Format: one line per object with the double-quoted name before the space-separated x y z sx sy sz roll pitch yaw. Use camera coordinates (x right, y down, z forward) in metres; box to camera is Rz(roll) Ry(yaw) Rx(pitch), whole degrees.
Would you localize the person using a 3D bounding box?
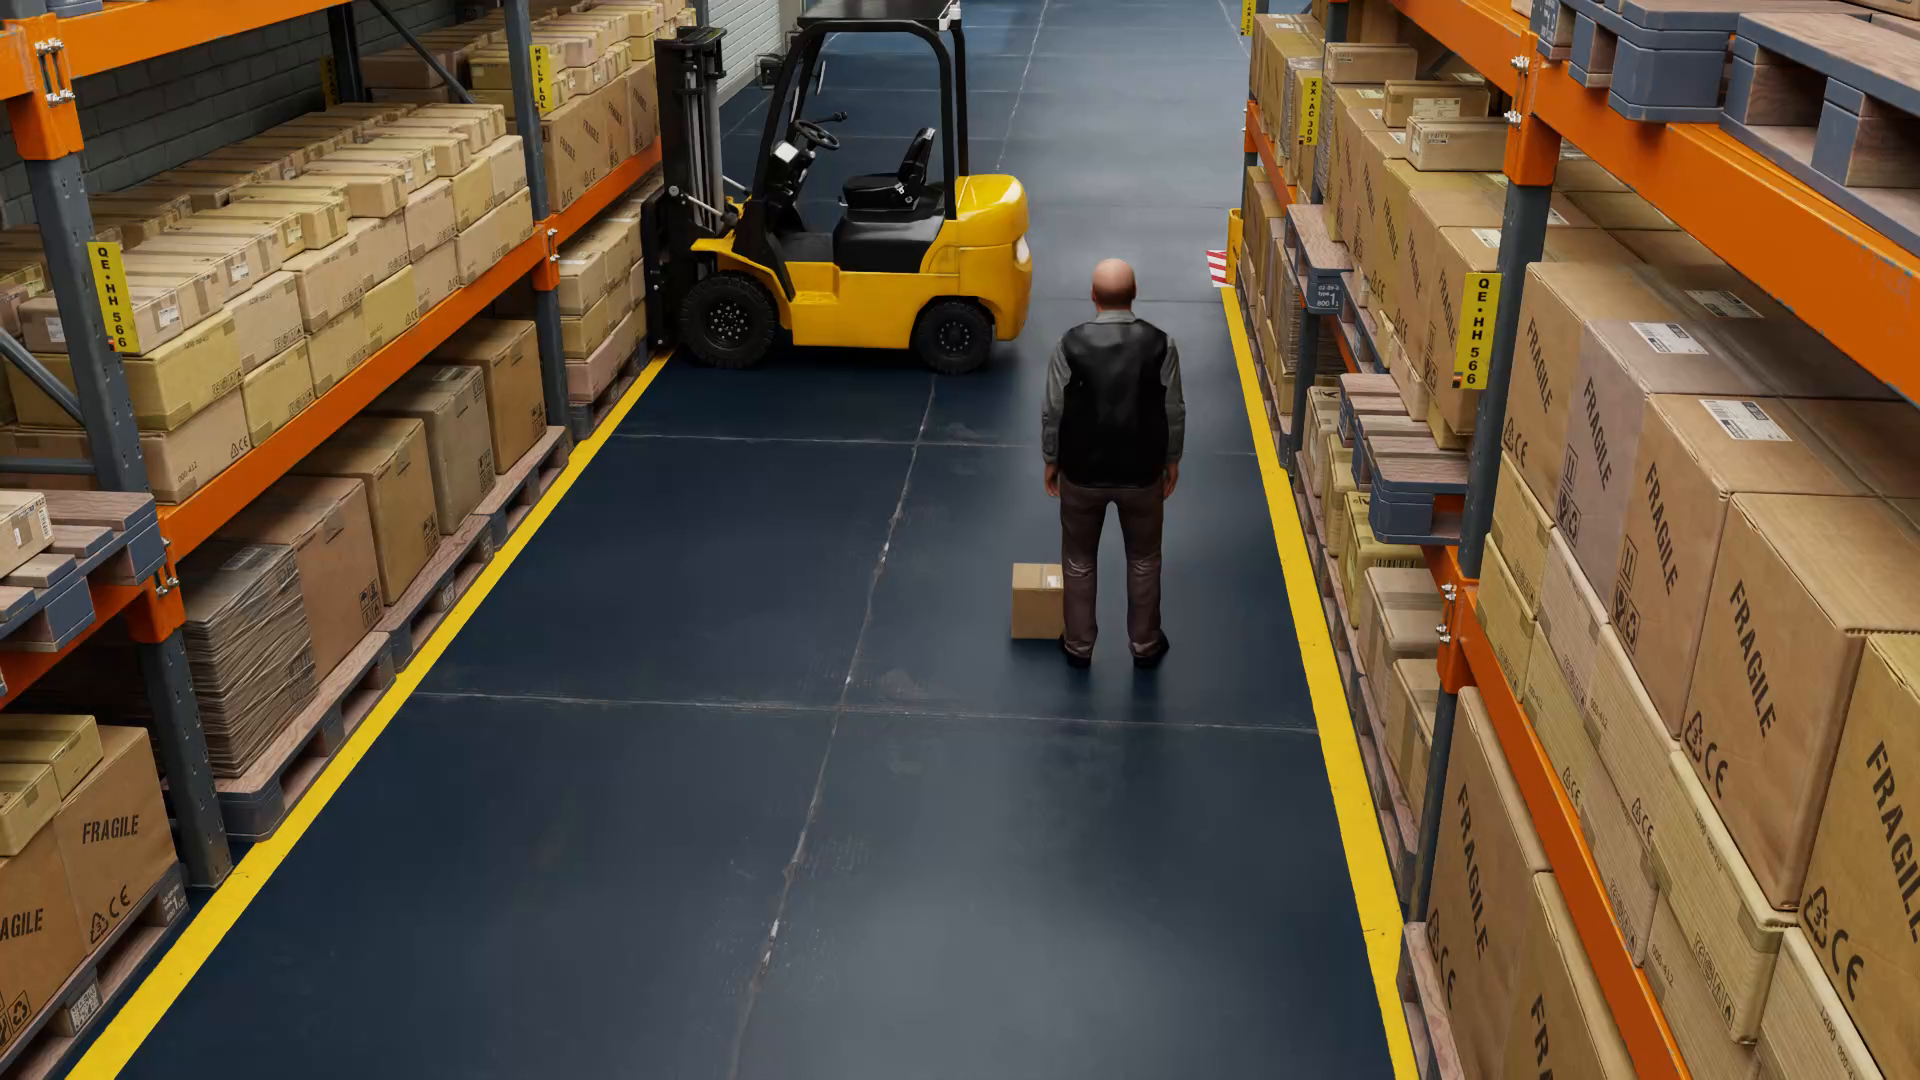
"person" 0.613 -0.275 6.742 0.576 1.720 0.418 1 24 2
